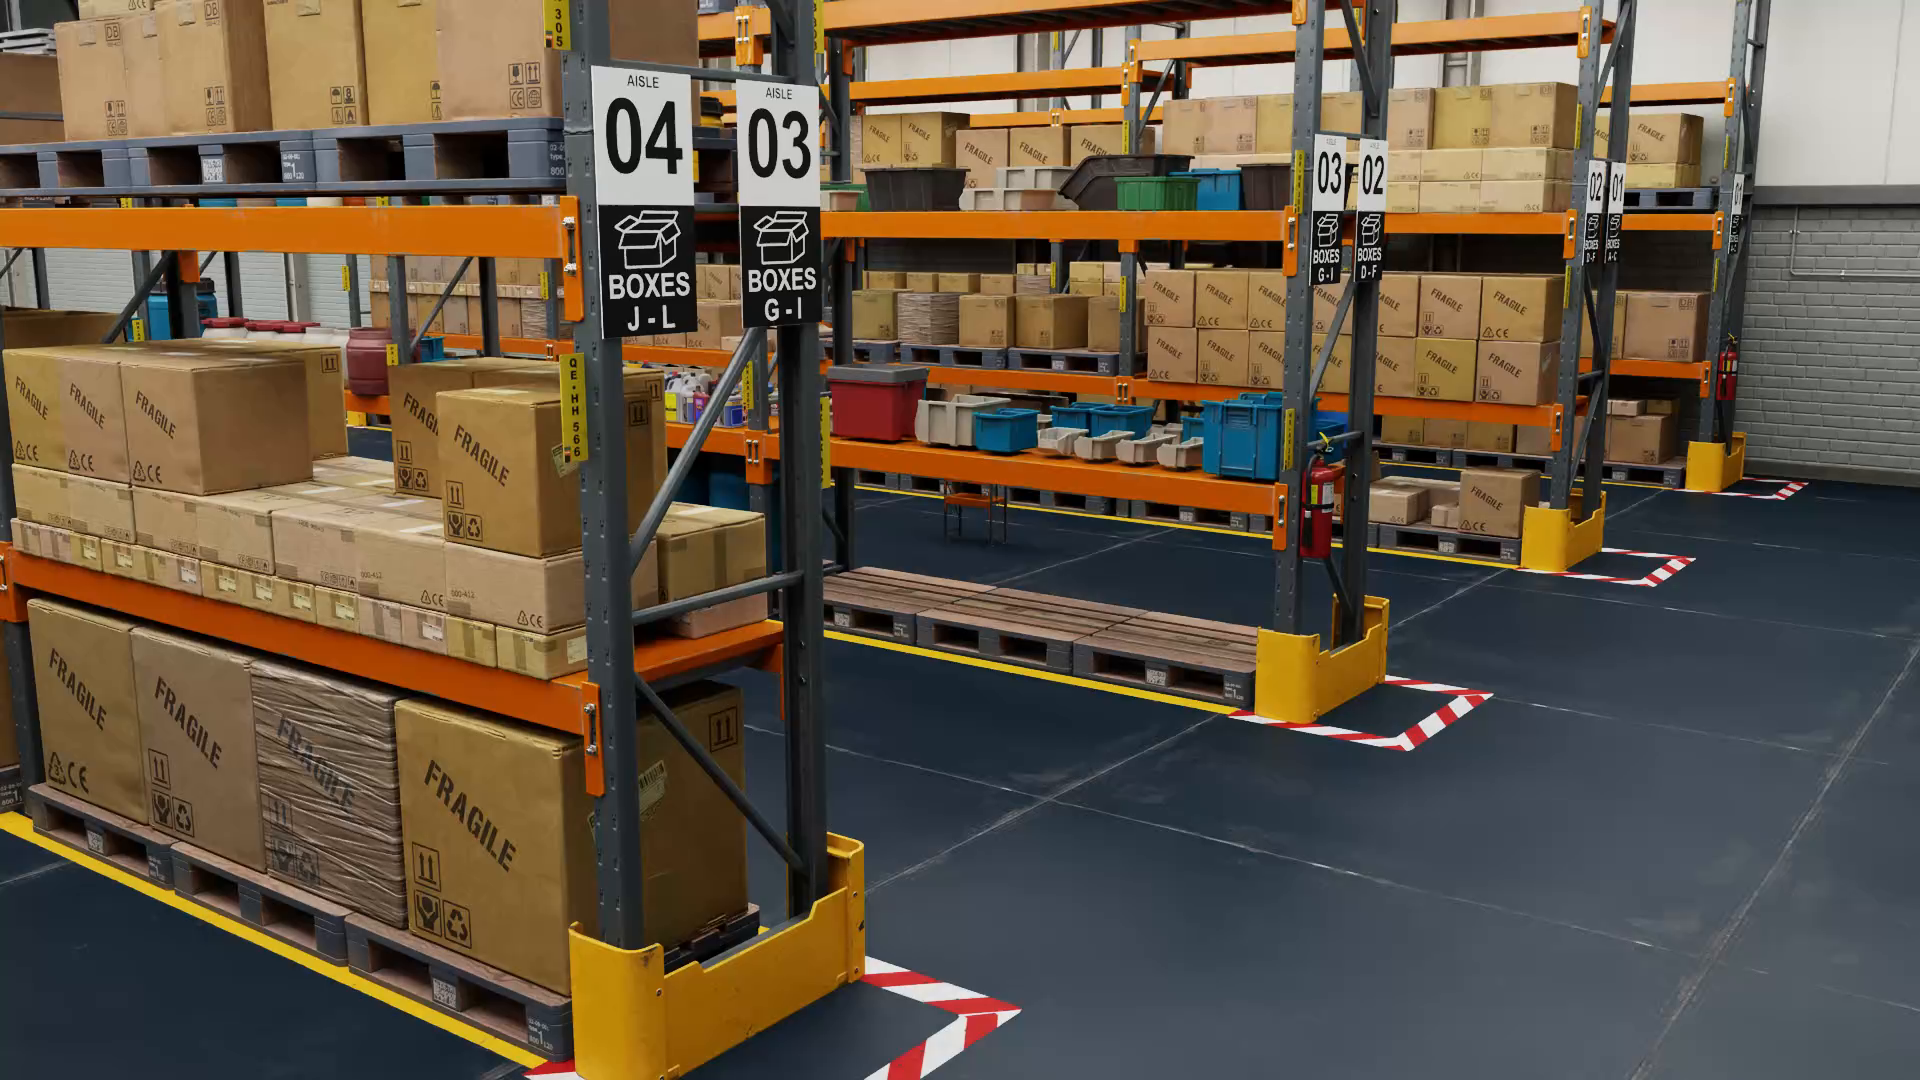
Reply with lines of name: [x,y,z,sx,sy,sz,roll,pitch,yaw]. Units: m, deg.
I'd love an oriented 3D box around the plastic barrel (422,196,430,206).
plastic barrel: [-4.576,-2.869,13.975,0.294,0.245,0.294,0,11,0]

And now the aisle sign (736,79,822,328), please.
aisle sign: [-0.595,-1.109,5.522,0.004,0.787,0.394,8,13,36]

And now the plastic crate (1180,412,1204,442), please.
plastic crate: [1.567,-0.653,10.289,0.300,0.233,0.416,8,13,36]

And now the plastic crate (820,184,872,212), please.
plastic crate: [-0.602,-2.370,11.545,0.662,0.188,0.450,8,13,36]

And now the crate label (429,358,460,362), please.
crate label: [-4.464,-1.475,14.699,0.416,0.233,0.303,8,13,36]

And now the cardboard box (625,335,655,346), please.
cardboard box: [-3.602,-2.561,19.609,0.500,0.500,0.500,9,14,40]

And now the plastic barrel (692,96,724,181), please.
plastic barrel: [-1.978,-2.846,11.844,0.600,0.588,0.600,0,11,0]

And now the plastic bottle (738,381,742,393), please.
plastic bottle: [-1.642,-1.109,12.702,0.097,0.271,0.097,0,11,0]

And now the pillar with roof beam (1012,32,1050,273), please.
pillar with roof beam: [-1.567,-5.534,19.445,0.400,9.000,9.100,8,13,36]

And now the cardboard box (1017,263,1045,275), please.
cardboard box: [0.953,-3.621,22.221,0.250,0.149,0.380,5,12,26]

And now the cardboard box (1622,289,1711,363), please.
cardboard box: [7.548,-2.273,17.592,0.700,0.700,0.980,9,14,38]

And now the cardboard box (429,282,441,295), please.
cardboard box: [-6.632,-3.256,21.492,0.250,0.149,0.380,8,13,35]

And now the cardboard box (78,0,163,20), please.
cardboard box: [-3.300,-2.283,6.931,0.500,0.250,0.500,7,13,32]

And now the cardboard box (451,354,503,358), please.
cardboard box: [-6.437,-2.210,22.213,0.500,0.500,0.500,8,13,36]

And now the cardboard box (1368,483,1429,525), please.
cardboard box: [3.704,-0.312,14.327,0.500,0.250,0.500,8,13,36]

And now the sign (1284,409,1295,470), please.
sign: [1.789,-0.547,9.032,0.005,0.325,0.100,8,13,36]

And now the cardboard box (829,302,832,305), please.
cardboard box: [-1.959,-3.441,24.761,0.500,0.250,0.500,8,14,36]

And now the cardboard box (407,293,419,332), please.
cardboard box: [-7.065,-3.046,22.116,0.500,0.500,0.700,8,14,37]

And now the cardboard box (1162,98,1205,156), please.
cardboard box: [2.227,-3.725,15.093,0.500,0.500,0.700,8,13,36]

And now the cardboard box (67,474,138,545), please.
cardboard box: [-3.433,-0.168,7.111,0.500,0.250,0.500,8,13,35]

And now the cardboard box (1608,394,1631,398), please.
cardboard box: [7.152,-1.504,18.175,0.250,0.149,0.380,8,14,36]

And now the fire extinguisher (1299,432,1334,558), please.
fire extinguisher: [1.954,-0.246,9.088,0.183,0.674,0.296,8,13,36]

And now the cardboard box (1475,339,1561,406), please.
cardboard box: [4.514,-1.369,13.446,0.500,0.500,0.500,8,14,37]

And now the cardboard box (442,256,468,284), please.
cardboard box: [-6.211,-3.565,21.379,0.500,0.500,0.700,8,14,36]

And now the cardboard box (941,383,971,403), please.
cardboard box: [0.143,-2.158,23.212,0.500,0.500,0.700,8,13,35]

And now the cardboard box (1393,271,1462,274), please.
cardboard box: [4.009,-2.056,14.365,0.500,0.500,0.500,8,14,36]

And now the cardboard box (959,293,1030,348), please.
cardboard box: [0.352,-2.205,16.663,0.500,0.500,0.700,4,12,21]

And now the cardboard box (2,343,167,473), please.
cardboard box: [-3.820,-0.592,7.332,0.500,0.500,0.500,8,13,36]

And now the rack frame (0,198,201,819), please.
rack frame: [-4.054,-0.245,7.898,0.127,3.000,1.000,8,13,36]

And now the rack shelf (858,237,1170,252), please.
rack shelf: [0.200,-3.105,16.680,4.000,0.370,1.077,8,13,36]

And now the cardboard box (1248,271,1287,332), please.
cardboard box: [2.856,-2.089,14.535,0.500,0.500,0.500,7,13,34]

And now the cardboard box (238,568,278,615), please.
cardboard box: [-2.544,0.167,6.432,0.250,0.149,0.380,8,14,37]

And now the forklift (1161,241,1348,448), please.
forklift: [2.826,-2.177,18.068,3.031,2.935,1.130,8,14,37]

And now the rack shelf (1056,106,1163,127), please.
rack shelf: [3.129,-5.140,20.356,4.000,0.370,1.077,8,13,36]

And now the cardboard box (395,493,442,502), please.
cardboard box: [-1.883,-0.077,6.644,0.500,0.250,0.500,7,13,34]

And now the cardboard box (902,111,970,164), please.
cardboard box: [-0.242,-4.059,16.819,0.500,0.500,0.500,8,13,36]

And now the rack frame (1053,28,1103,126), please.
rack frame: [1.517,-5.915,21.412,0.127,3.000,1.000,8,13,36]

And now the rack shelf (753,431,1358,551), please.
rack shelf: [0.489,-0.425,10.723,4.000,0.370,1.077,8,13,36]

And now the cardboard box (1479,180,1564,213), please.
cardboard box: [4.466,-2.728,13.230,0.500,0.250,0.500,8,13,36]

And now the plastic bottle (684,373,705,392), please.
plastic bottle: [-1.972,-1.054,12.211,0.185,0.351,0.144,8,13,36]

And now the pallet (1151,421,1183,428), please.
pallet: [3.087,-1.363,21.019,1.213,0.211,1.003,8,13,36]

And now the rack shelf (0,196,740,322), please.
rack shelf: [-2.442,-1.139,6.519,4.000,0.370,1.077,8,13,36]

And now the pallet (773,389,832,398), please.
pallet: [-2.269,-2.120,24.933,1.213,0.211,1.003,8,13,36]

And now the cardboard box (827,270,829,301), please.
cardboard box: [-2.271,-3.729,24.277,0.500,0.500,0.500,8,13,35]

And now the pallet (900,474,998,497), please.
pallet: [0.147,-0.615,17.151,1.213,0.211,1.003,8,13,36]

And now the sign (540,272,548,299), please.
sign: [-4.963,-3.039,19.854,0.005,0.325,0.100,8,13,36]

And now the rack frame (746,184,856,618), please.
rack frame: [-1.123,-1.003,11.817,0.127,3.000,1.000,8,13,36]

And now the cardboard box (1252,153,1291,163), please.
cardboard box: [2.857,-3.199,14.349,0.500,0.250,0.500,8,13,36]

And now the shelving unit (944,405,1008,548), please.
shelving unit: [0.133,-0.570,14.320,0.503,1.200,0.258,8,13,36]

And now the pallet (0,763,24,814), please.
pallet: [-4.721,1.049,8.551,1.213,0.211,1.003,8,13,36]
